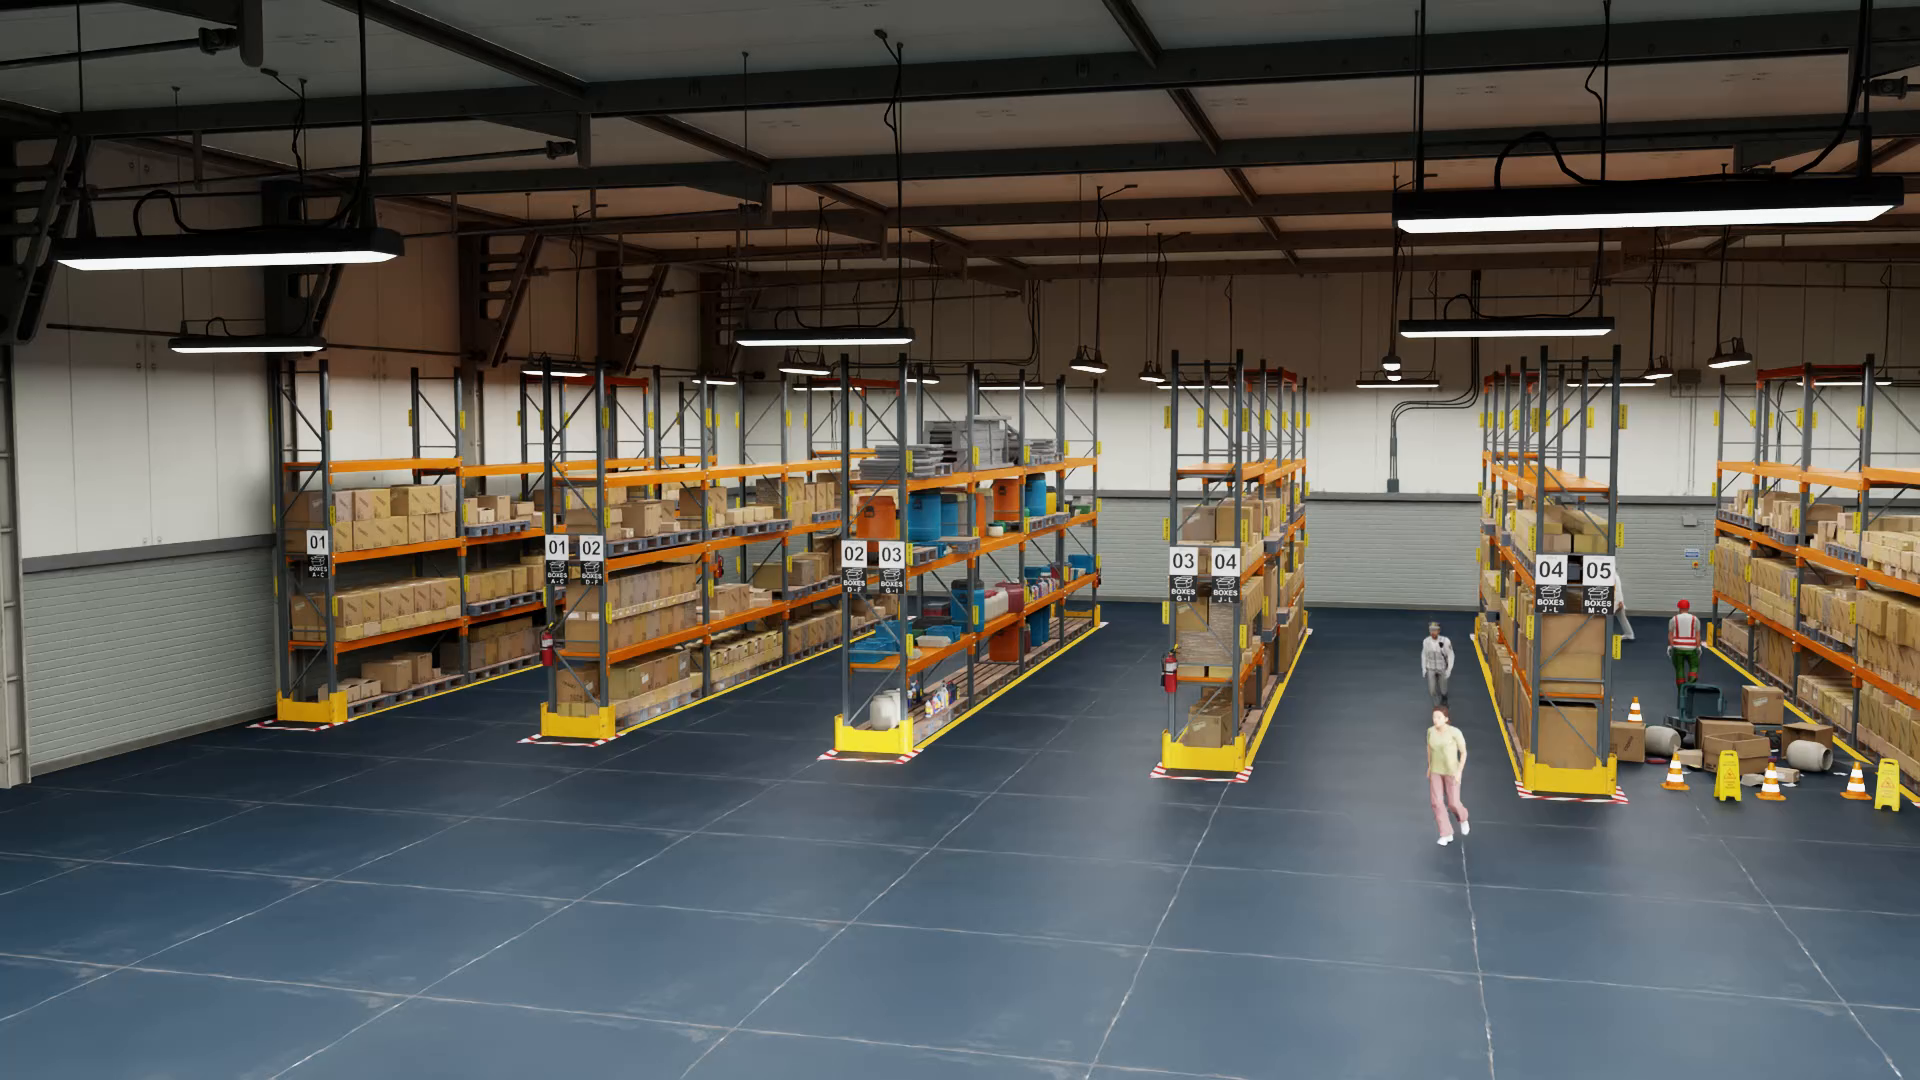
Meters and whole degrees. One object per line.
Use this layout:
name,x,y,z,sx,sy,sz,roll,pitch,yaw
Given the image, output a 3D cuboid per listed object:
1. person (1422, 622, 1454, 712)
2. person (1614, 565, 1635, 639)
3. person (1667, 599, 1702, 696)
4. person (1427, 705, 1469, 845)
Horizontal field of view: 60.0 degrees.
person,8.063,2.173,28.013,0.548,1.648,0.607,2,5,29
person,14.844,1.389,37.901,1.062,1.718,0.559,3,5,34
person,13.043,1.963,29.930,0.575,1.790,0.530,1,4,18
person,5.827,2.764,19.817,0.508,1.645,0.647,3,5,39
